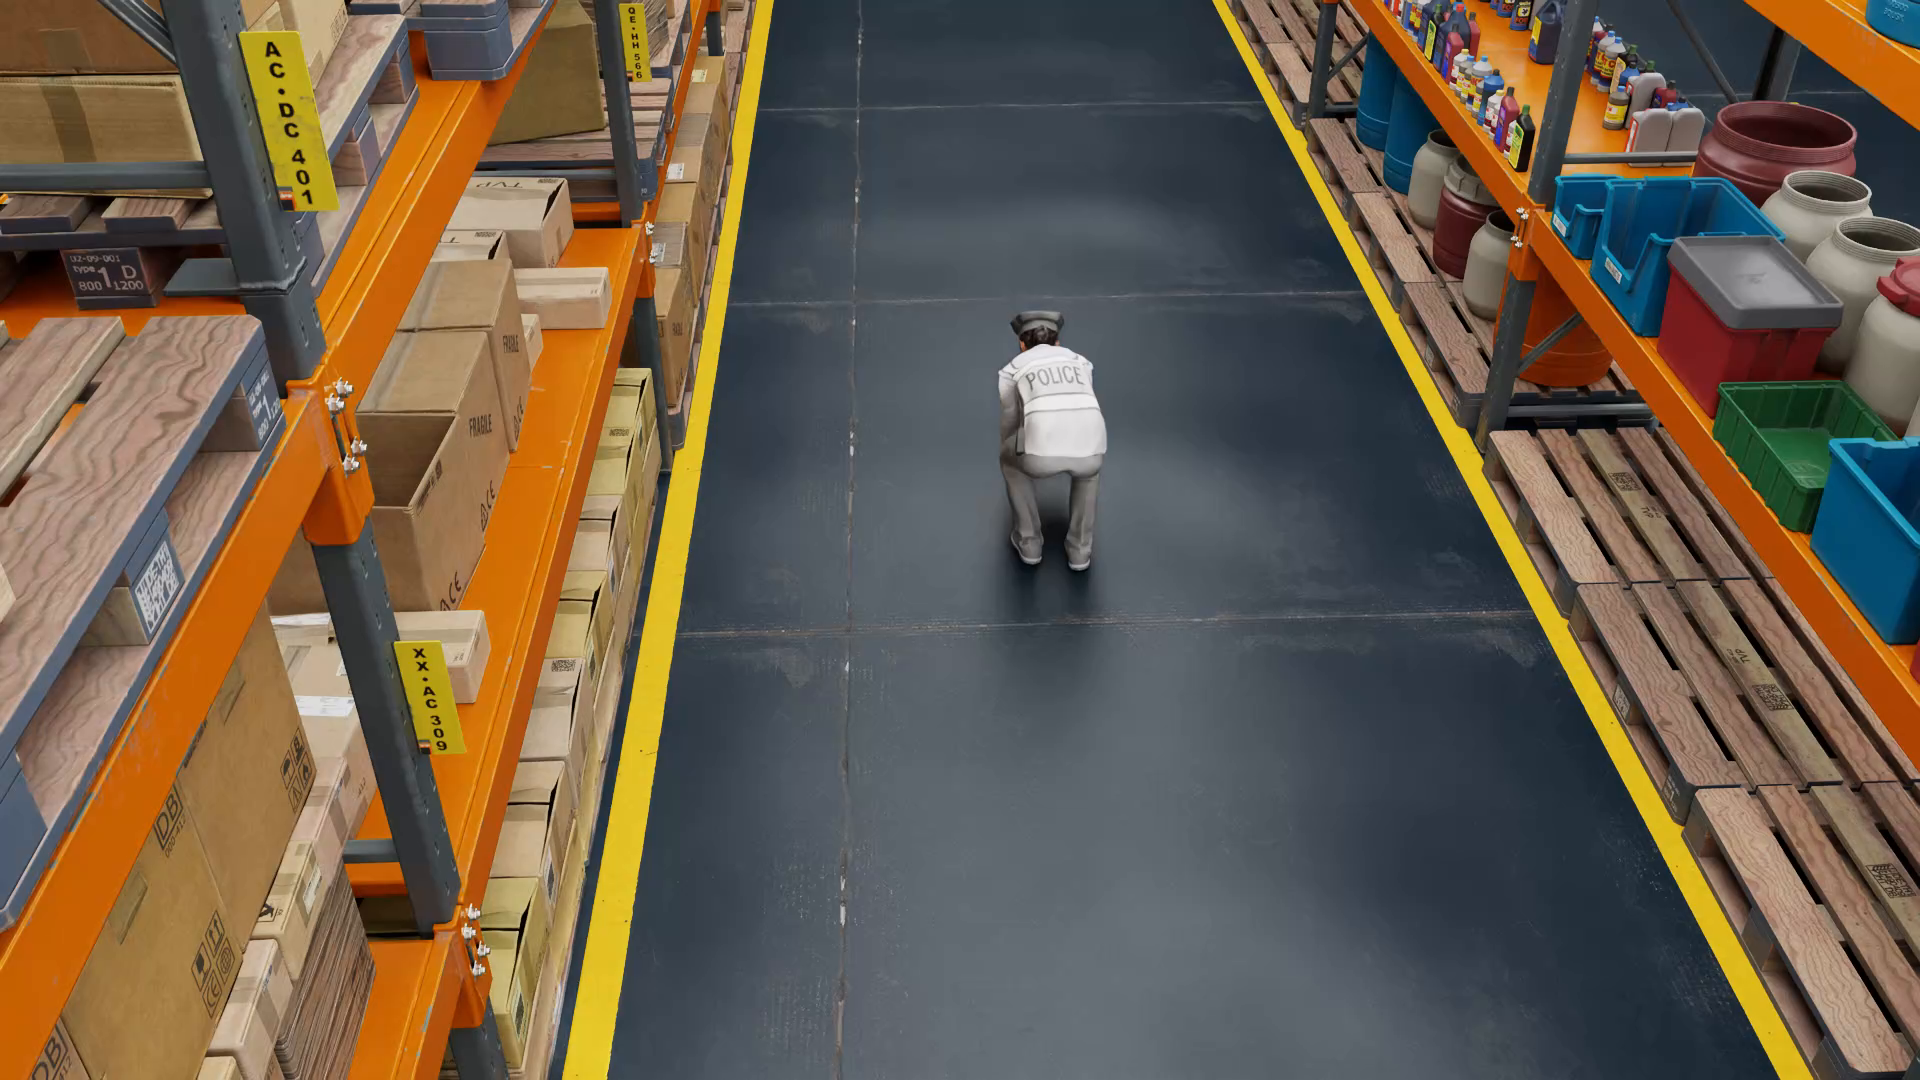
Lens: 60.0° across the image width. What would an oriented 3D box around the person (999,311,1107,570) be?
[{"bbox_3d":[0.399,-0.430,7.335,0.452,0.989,0.916,-3,36,-4],"label":"person"}]
